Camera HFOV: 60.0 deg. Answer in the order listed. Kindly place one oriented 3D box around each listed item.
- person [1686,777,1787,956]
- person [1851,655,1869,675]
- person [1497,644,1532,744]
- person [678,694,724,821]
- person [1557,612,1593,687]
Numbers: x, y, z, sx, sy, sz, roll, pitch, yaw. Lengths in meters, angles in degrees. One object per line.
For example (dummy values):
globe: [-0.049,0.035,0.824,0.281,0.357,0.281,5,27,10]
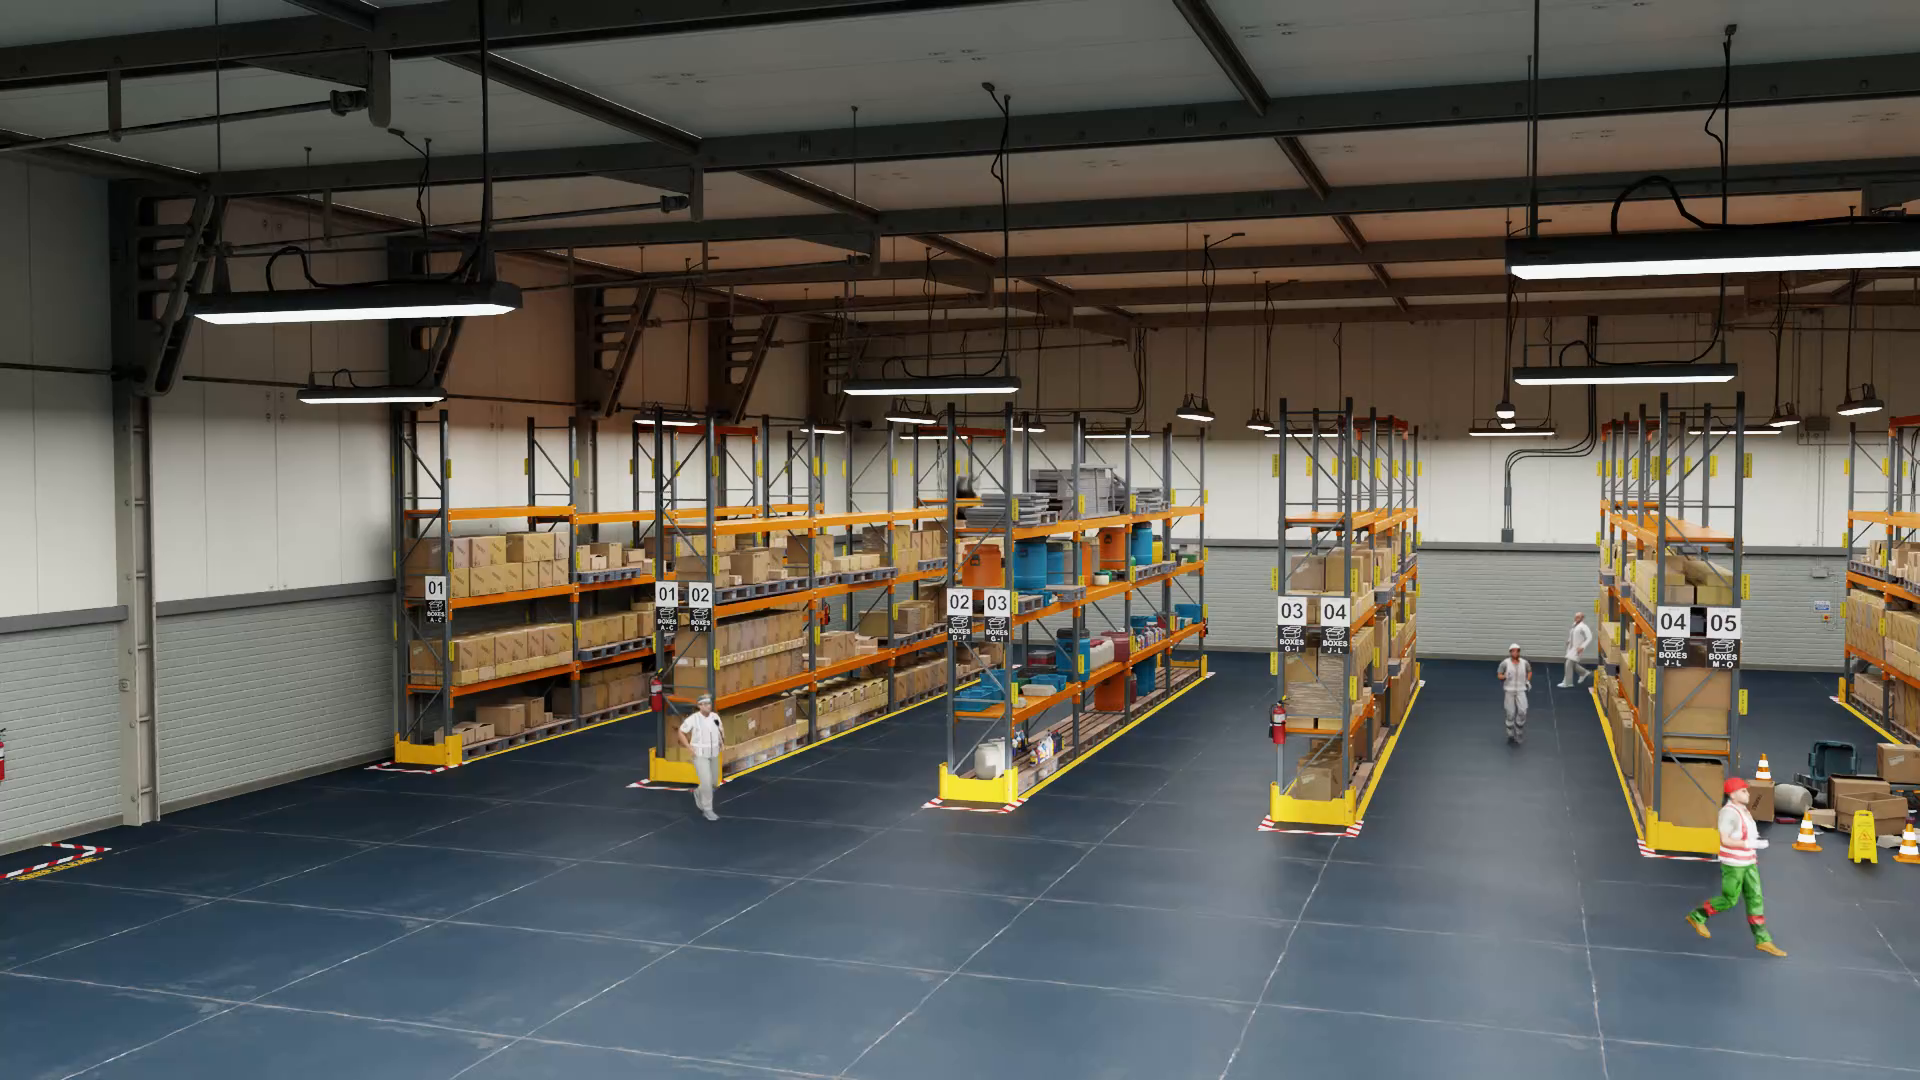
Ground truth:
person: [8.028,3.341,17.185,0.654,1.783,0.988,-2,3,-42]
person: [19.944,2.631,36.793,0.612,1.576,0.499,-2,3,-44]
person: [10.145,2.810,30.366,0.631,1.823,0.694,0,2,11]
person: [-3.691,3.093,23.943,0.683,1.780,0.783,-2,3,-41]
person: [14.131,2.509,37.930,0.832,1.736,0.764,0,2,-11]
